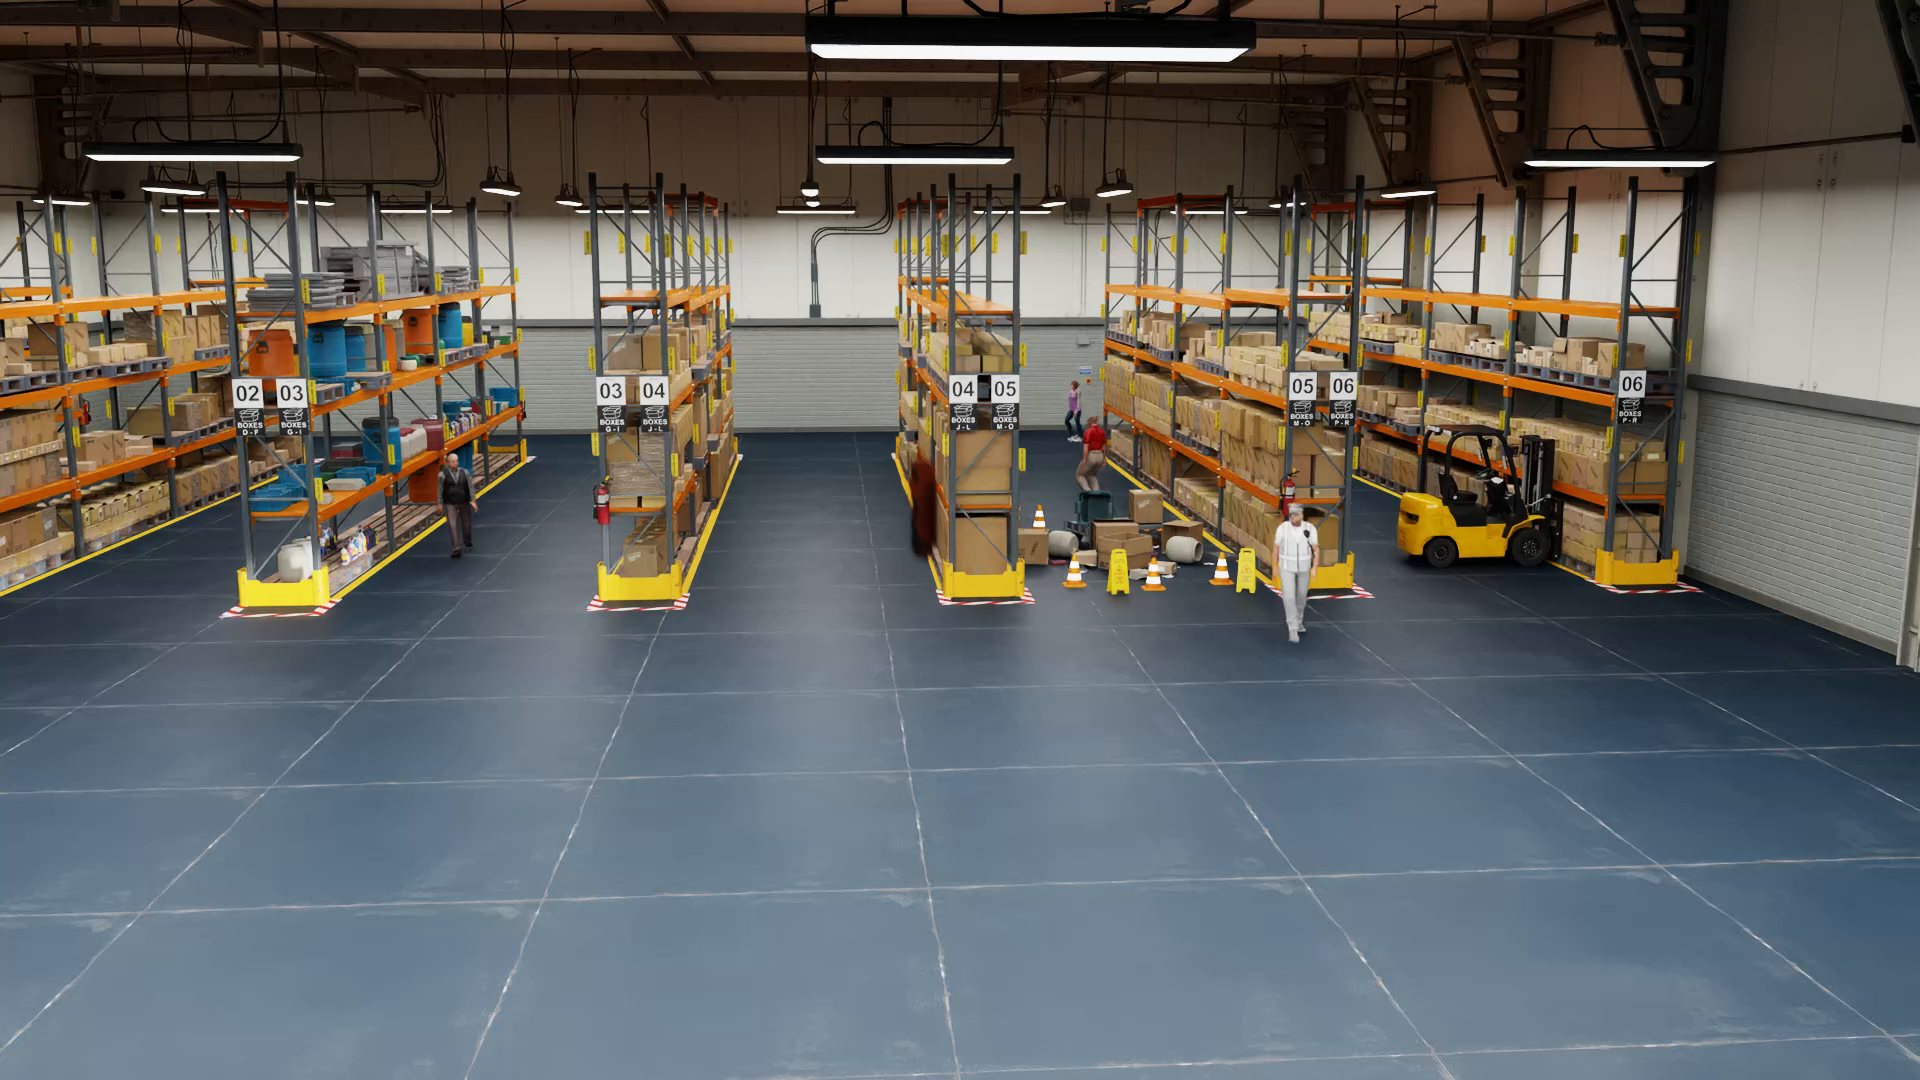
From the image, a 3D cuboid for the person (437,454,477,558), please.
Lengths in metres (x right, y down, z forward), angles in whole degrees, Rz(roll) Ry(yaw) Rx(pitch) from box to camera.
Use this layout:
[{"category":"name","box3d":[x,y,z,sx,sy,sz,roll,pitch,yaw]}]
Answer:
[{"category":"person","box3d":[-8.220,-0.581,27.164,0.627,1.674,1.058,-3,10,-16]}]

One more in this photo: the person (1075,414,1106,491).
[{"category":"person","box3d":[2.494,-1.520,31.393,0.580,1.701,0.461,-7,12,-33]}]

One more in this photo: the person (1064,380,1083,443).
[{"category":"person","box3d":[2.966,-3.302,42.845,0.488,1.635,0.465,-5,11,-27]}]

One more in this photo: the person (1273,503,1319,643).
[{"category":"person","box3d":[4.351,0.410,21.493,0.560,1.795,0.770,0,10,1]}]
